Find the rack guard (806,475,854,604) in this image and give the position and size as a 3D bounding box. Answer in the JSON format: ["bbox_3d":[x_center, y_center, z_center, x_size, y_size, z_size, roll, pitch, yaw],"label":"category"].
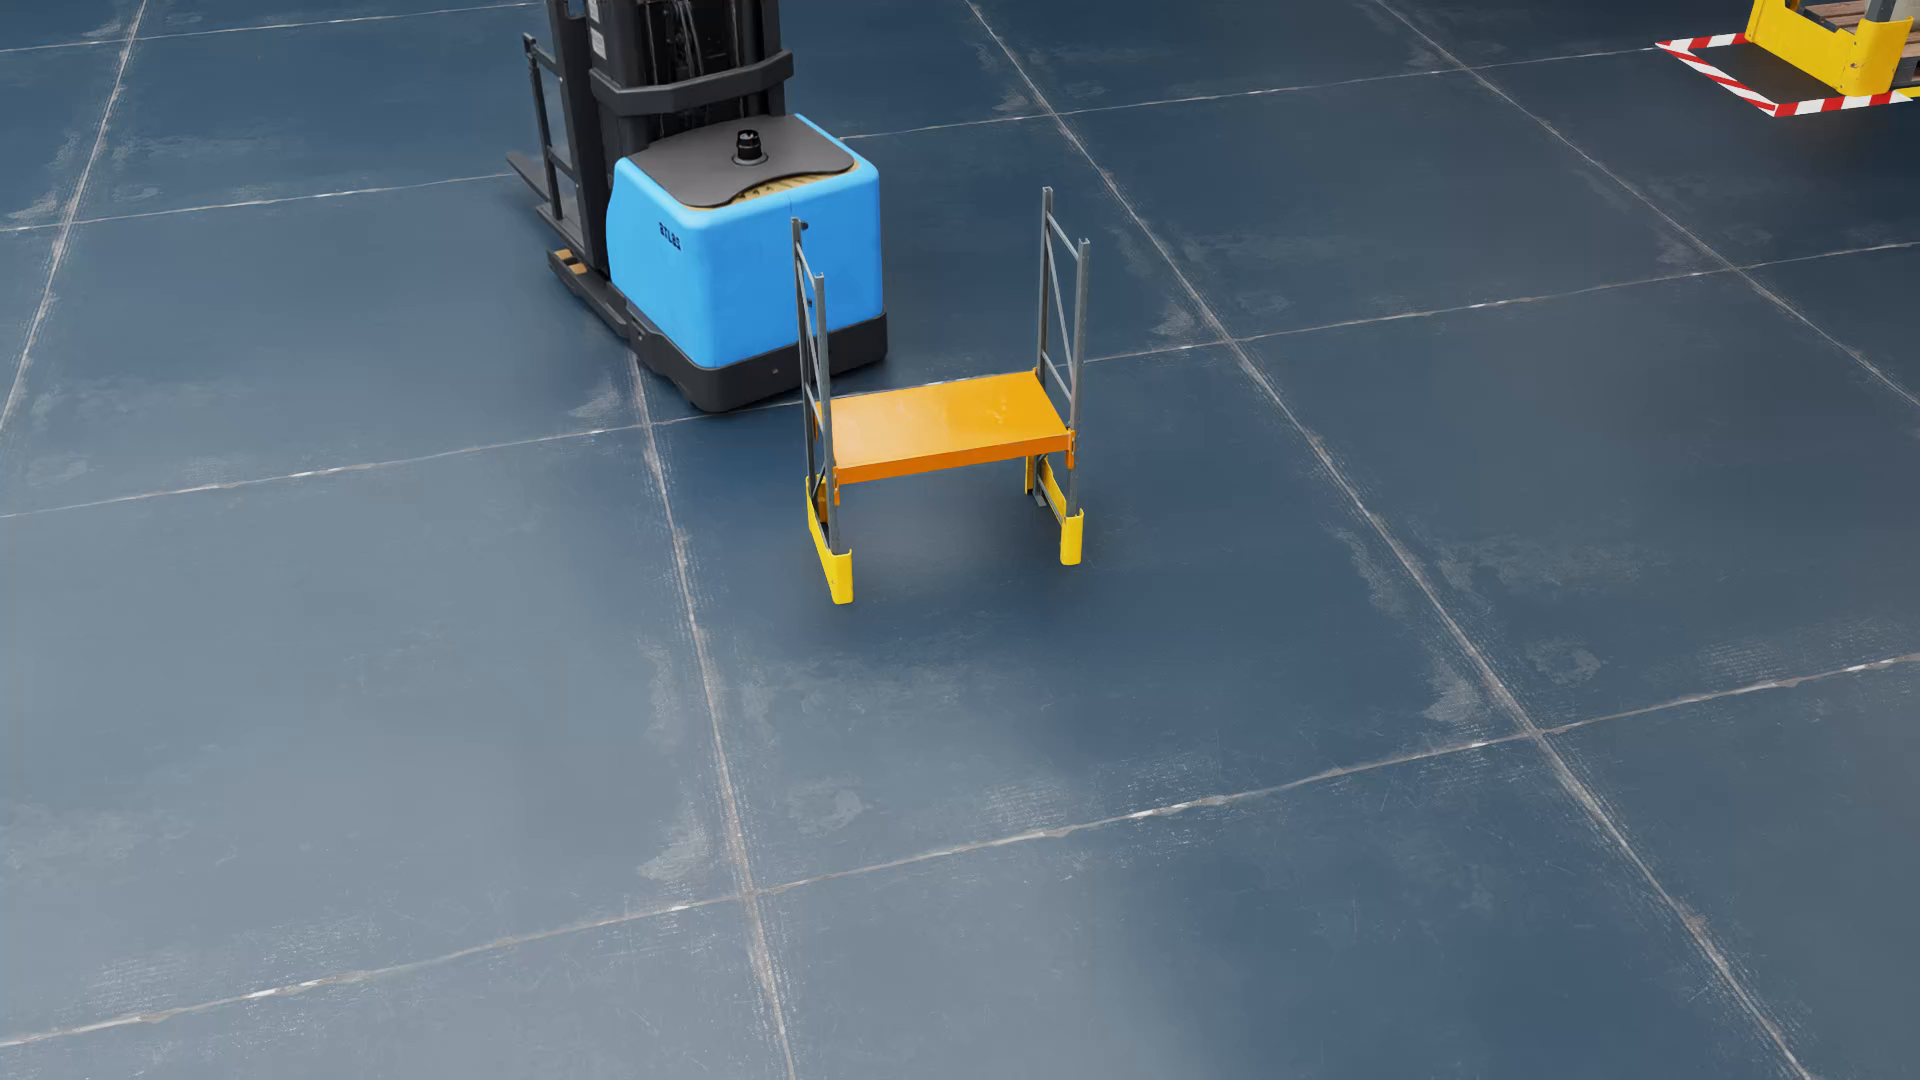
[{"bbox_3d":[-0.554,-0.008,7.055,0.087,0.250,0.587,-9,38,-12],"label":"rack guard"}]

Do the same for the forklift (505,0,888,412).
[{"bbox_3d":[-1.595,-2.634,8.281,1.130,2.935,3.031,-22,42,-26],"label":"forklift"}]

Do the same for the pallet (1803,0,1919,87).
[{"bbox_3d":[6.740,-3.534,11.697,1.213,0.211,1.003,-9,38,-12],"label":"pallet"}]

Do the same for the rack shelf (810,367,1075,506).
[{"bbox_3d":[-0.082,-0.439,6.886,1.000,0.185,0.538,-9,38,-12],"label":"rack shelf"}]

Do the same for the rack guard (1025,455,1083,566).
[{"bbox_3d":[0.407,-0.166,7.261,0.087,0.250,0.587,-9,38,-12],"label":"rack guard"}]

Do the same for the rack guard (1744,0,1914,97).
[{"bbox_3d":[5.954,-3.523,11.445,0.348,0.500,1.175,-9,38,-12],"label":"rack guard"}]

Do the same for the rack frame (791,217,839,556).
[{"bbox_3d":[-0.573,-0.502,6.671,0.032,1.500,0.500,-9,38,-12],"label":"rack frame"}]

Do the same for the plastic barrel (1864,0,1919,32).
[{"bbox_3d":[6.508,-3.804,11.457,0.421,0.512,0.421,0,37,0],"label":"plastic barrel"}]

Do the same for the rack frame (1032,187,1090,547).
[{"bbox_3d":[0.408,-0.663,6.882,0.032,1.500,0.500,-9,38,-12],"label":"rack frame"}]

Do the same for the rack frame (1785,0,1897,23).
[{"bbox_3d":[5.893,-4.477,10.633,0.127,3.000,1.000,-9,38,-12],"label":"rack frame"}]

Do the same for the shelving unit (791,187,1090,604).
[{"bbox_3d":[-0.074,-0.584,6.779,1.083,1.500,0.587,-9,38,-12],"label":"shelving unit"}]
